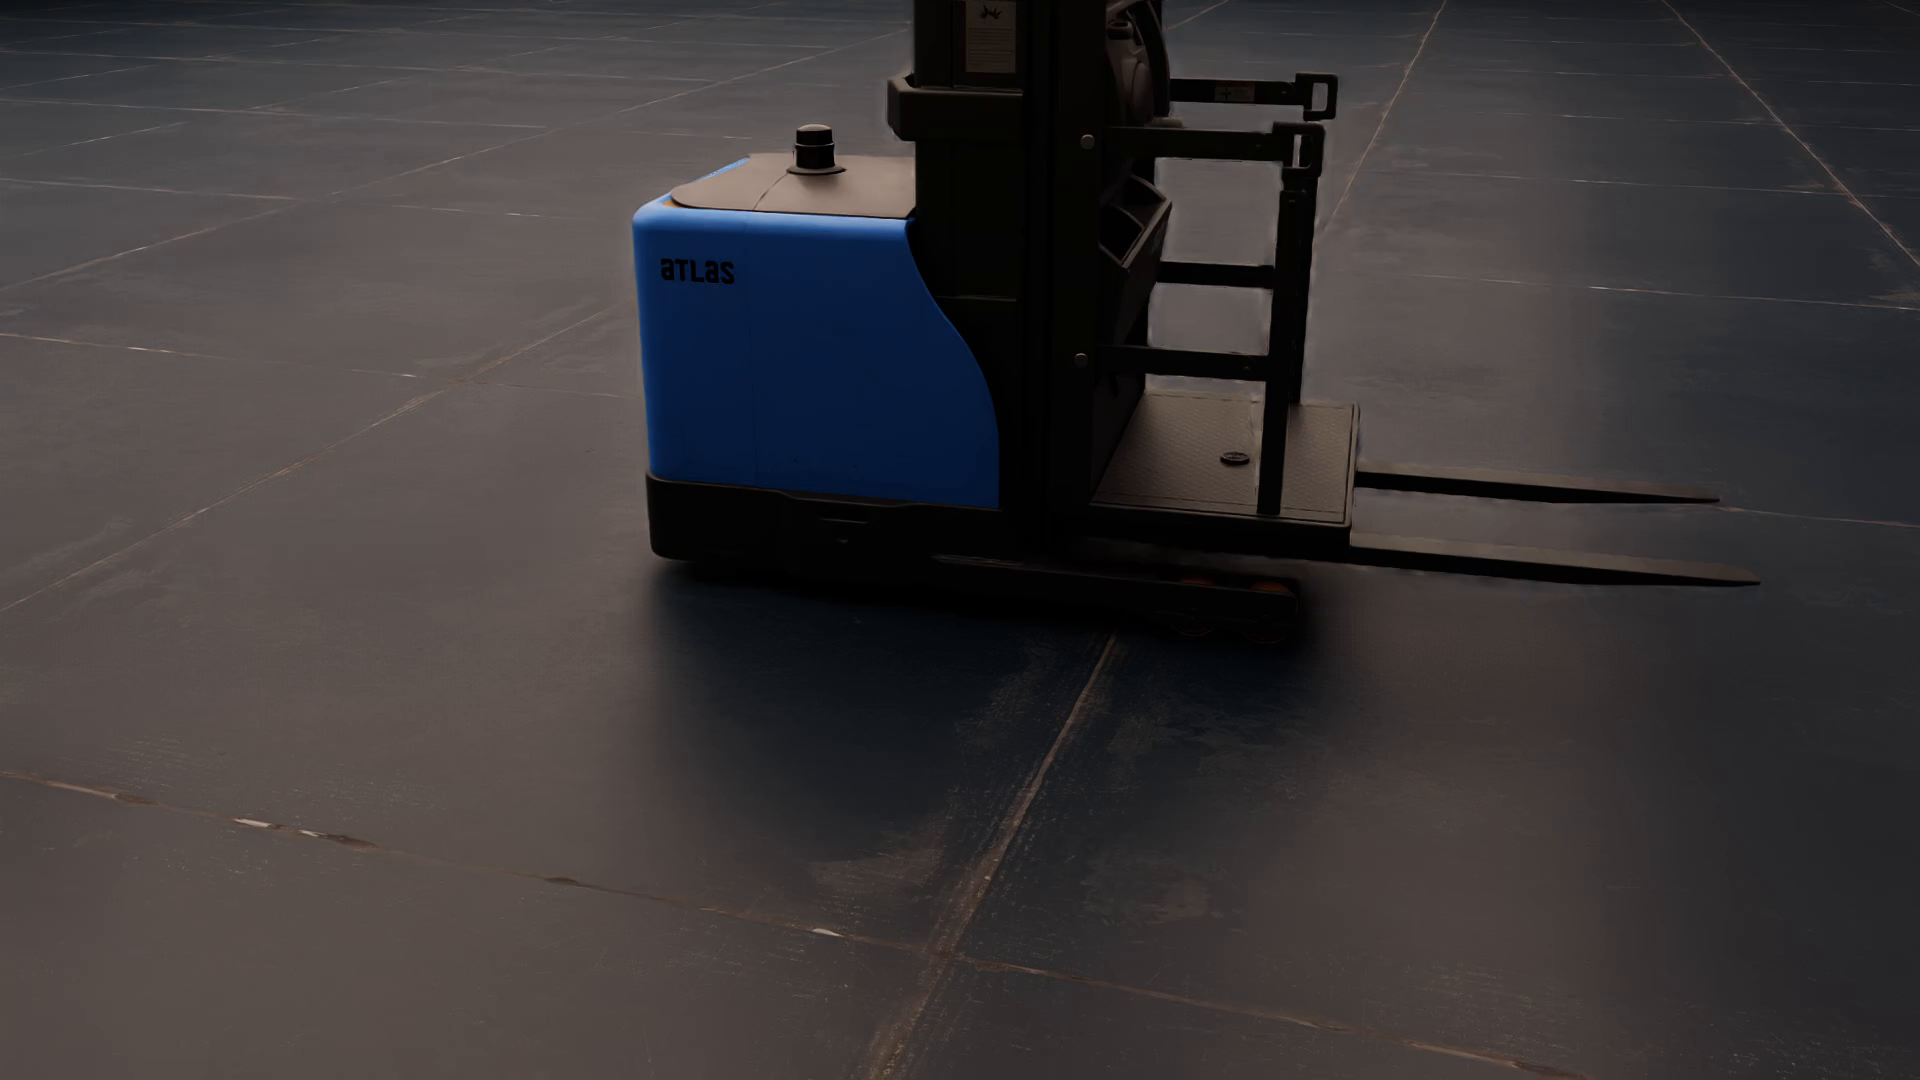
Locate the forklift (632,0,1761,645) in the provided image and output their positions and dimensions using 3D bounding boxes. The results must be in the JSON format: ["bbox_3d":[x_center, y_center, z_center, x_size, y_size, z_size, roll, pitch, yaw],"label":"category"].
[{"bbox_3d":[0.665,-1.299,4.427,3.031,2.935,1.130,5,23,13],"label":"forklift"}]
